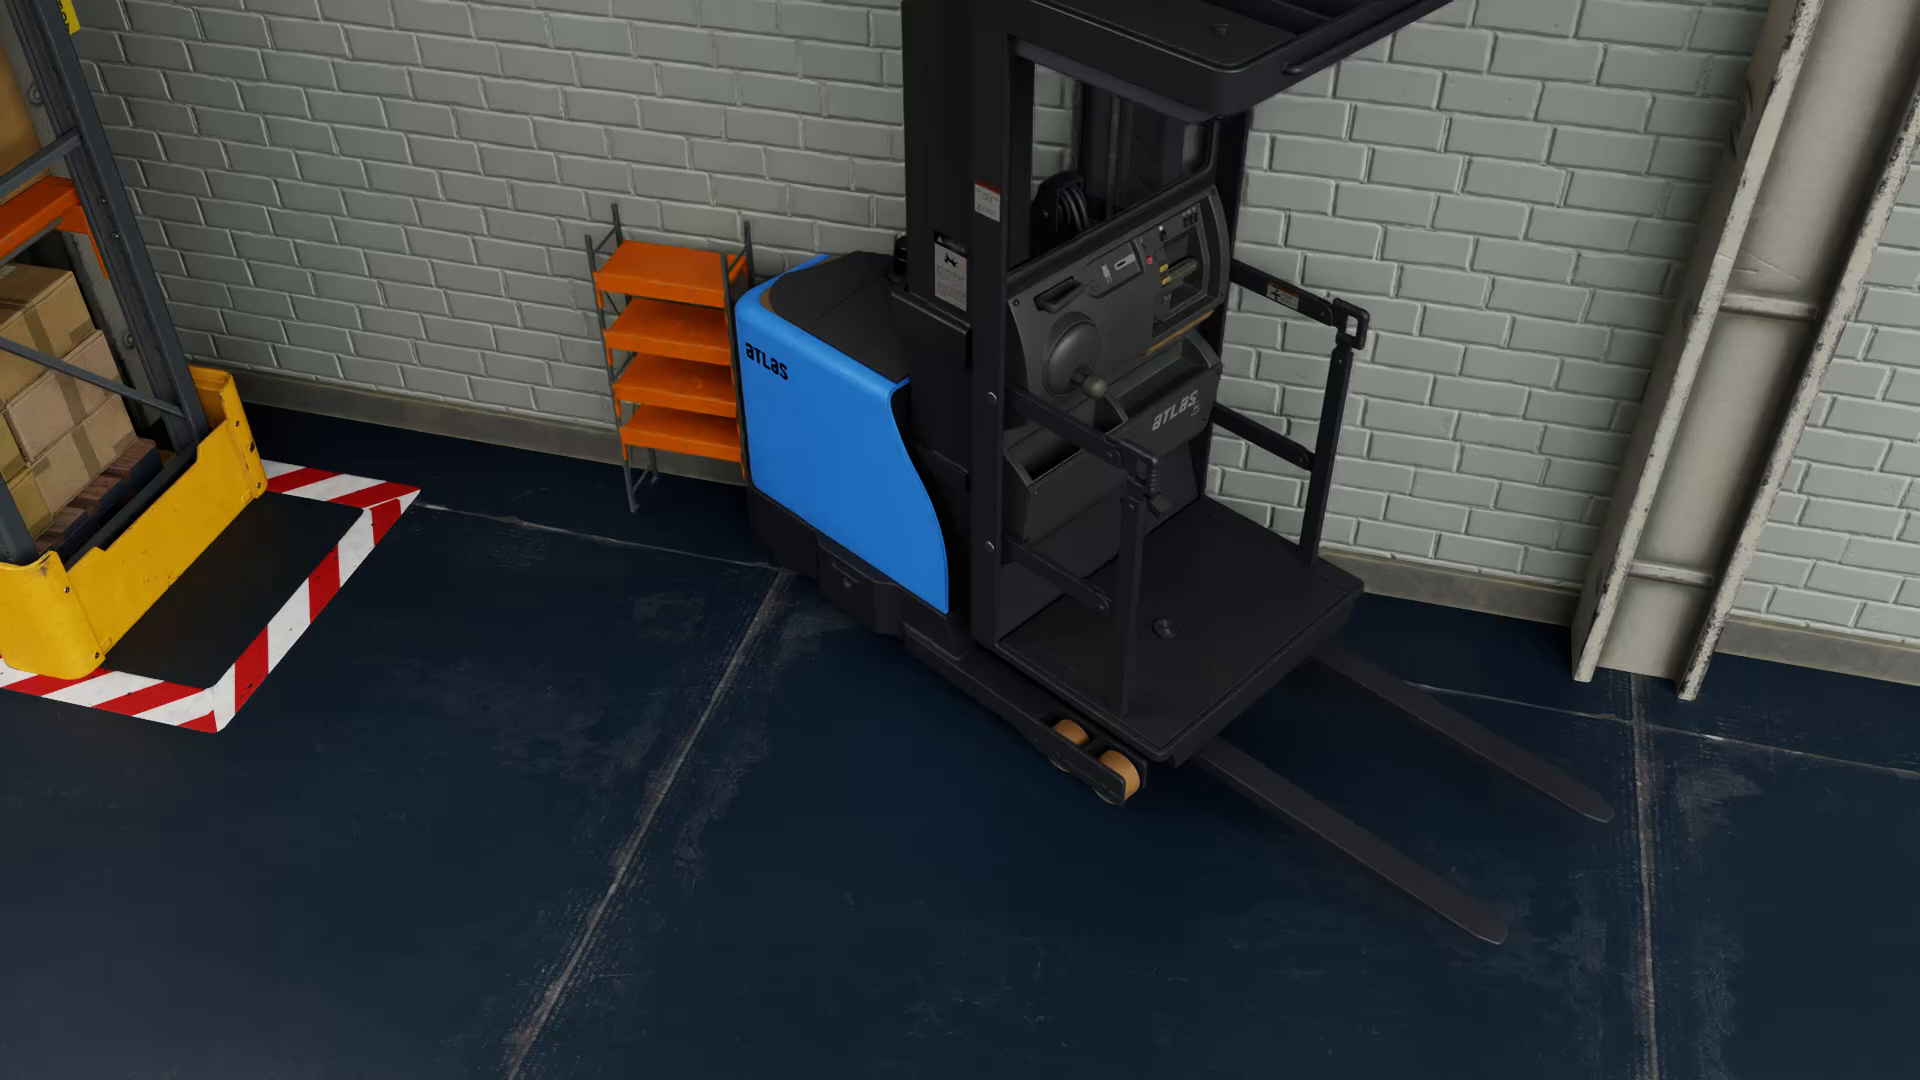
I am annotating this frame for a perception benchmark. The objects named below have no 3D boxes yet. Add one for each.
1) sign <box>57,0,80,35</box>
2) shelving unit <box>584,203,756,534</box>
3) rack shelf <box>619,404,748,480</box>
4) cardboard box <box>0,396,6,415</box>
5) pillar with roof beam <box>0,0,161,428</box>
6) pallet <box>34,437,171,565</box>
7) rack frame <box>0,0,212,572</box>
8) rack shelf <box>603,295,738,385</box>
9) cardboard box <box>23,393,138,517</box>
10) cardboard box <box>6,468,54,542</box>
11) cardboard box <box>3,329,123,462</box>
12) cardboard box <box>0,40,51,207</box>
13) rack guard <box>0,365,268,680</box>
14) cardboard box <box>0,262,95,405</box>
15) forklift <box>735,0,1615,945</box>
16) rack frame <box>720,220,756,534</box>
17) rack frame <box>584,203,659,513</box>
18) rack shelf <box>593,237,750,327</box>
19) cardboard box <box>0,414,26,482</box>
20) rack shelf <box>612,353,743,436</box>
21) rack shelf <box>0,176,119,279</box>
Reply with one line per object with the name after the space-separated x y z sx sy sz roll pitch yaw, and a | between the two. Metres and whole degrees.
-2.882 -1.762 5.281 0.005 0.325 0.100 10 41 11 | sign
-0.990 -0.597 6.027 0.503 1.200 0.258 10 41 11 | shelving unit
-0.989 -0.394 6.198 0.480 0.148 0.258 10 41 11 | rack shelf
-3.557 -0.430 5.464 0.500 0.250 0.500 11 41 13 | cardboard box
-4.584 -1.355 0.866 0.400 9.000 9.100 10 41 11 | pillar with roof beam
-3.781 -0.090 6.193 1.213 0.211 1.003 10 41 11 | pallet
-3.032 -1.056 5.175 0.127 3.000 1.000 10 41 11 | rack frame
-0.991 -0.717 5.926 0.480 0.148 0.258 10 41 11 | rack shelf
-3.455 -0.367 6.167 0.500 0.250 0.500 10 41 12 | cardboard box
-3.567 -0.046 5.784 0.500 0.250 0.500 10 41 12 | cardboard box
-3.432 -0.563 6.011 0.500 0.250 0.500 10 41 12 | cardboard box
-3.438 -1.350 5.447 0.500 0.500 0.500 11 41 13 | cardboard box
-3.008 -0.095 5.975 0.348 0.500 1.175 10 41 11 | rack guard
-3.447 -0.745 5.838 0.500 0.250 0.500 9 41 11 | cardboard box
0.633 -0.671 4.770 3.031 2.935 1.130 32 50 32 | forklift
-0.755 -0.558 5.978 0.015 1.200 0.240 10 41 11 | rack frame
-1.226 -0.637 6.075 0.015 1.200 0.240 10 41 11 | rack frame
-0.992 -0.898 5.774 0.480 0.148 0.258 10 41 11 | rack shelf
-3.583 -0.242 5.629 0.500 0.250 0.500 9 41 11 | cardboard box
-0.990 -0.546 6.070 0.480 0.148 0.258 10 41 11 | rack shelf
-4.964 -1.113 5.803 4.000 0.370 1.077 10 41 11 | rack shelf
